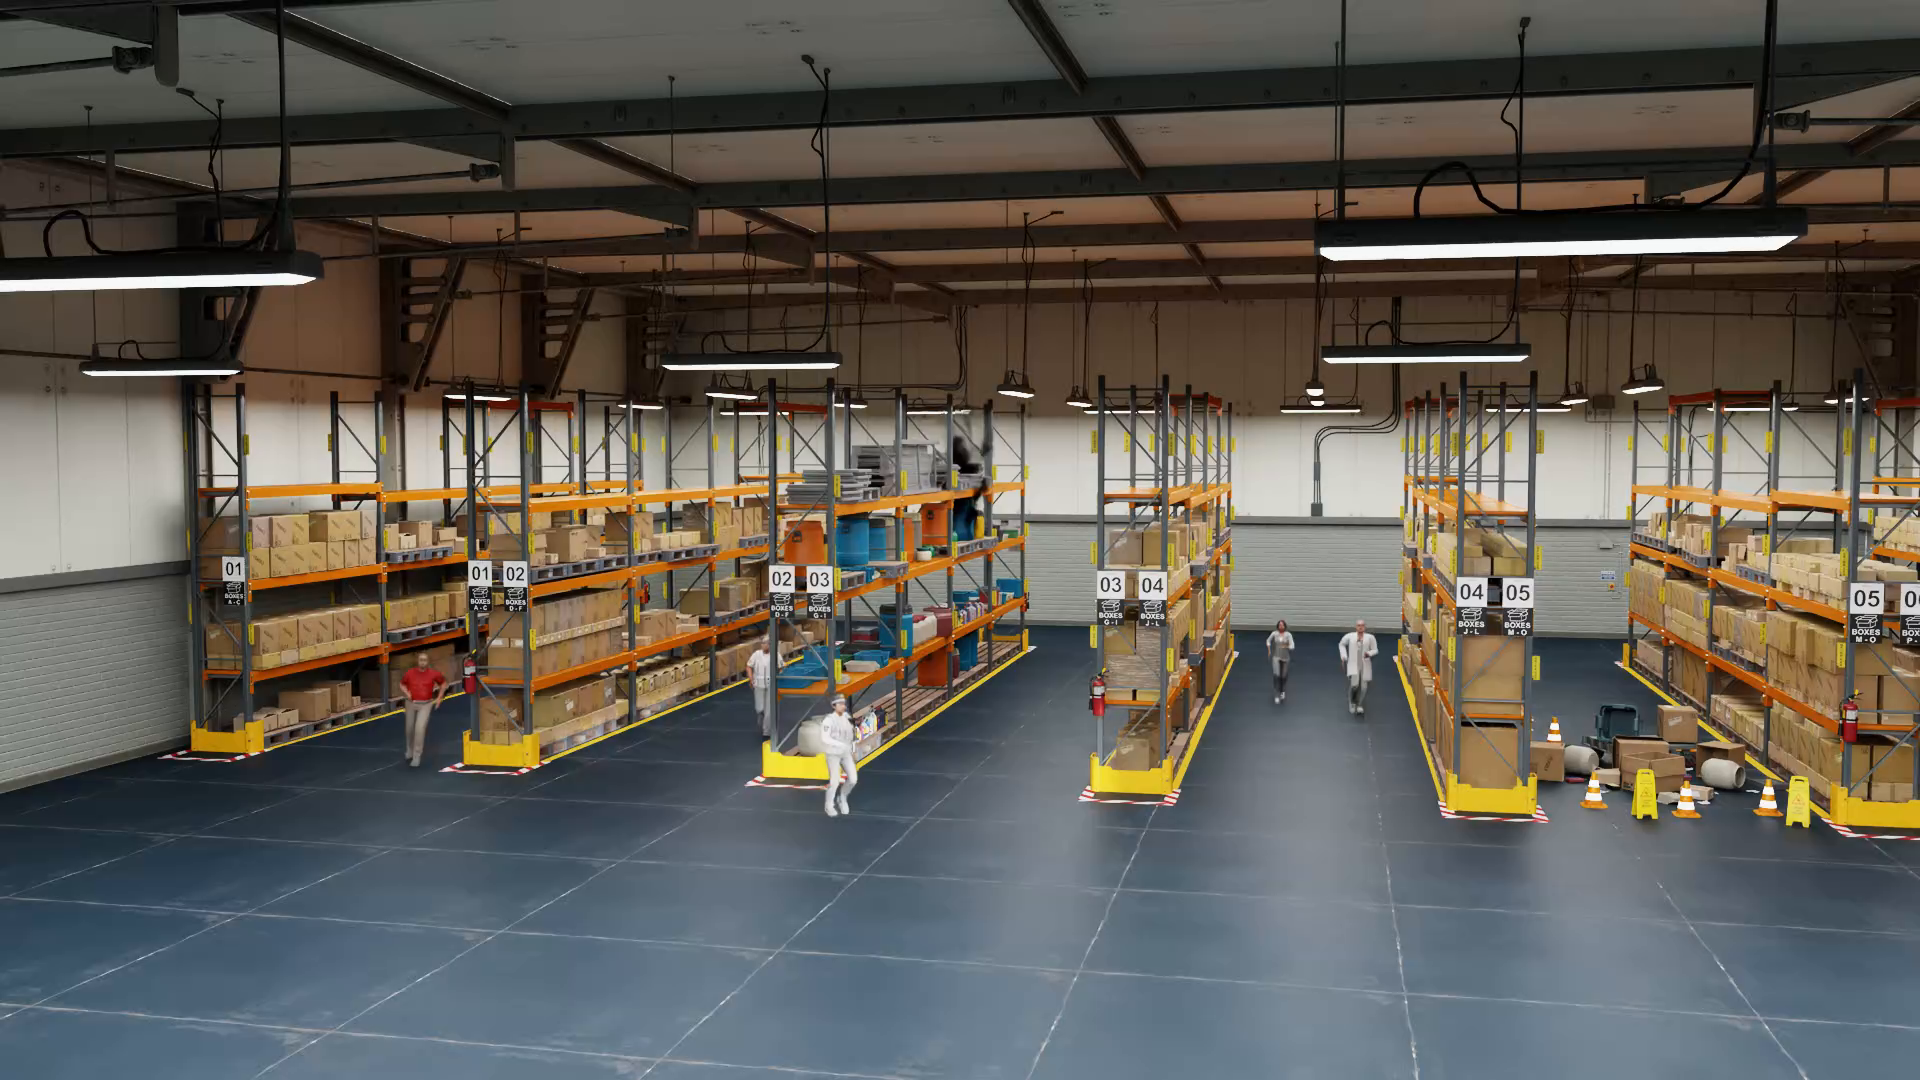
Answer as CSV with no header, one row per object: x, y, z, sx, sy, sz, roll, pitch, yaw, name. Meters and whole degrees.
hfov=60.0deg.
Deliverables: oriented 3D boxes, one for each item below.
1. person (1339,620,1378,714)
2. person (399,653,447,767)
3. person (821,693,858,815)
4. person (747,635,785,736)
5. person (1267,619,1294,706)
7.396,2.355,30.804,0.685,1.747,0.713,0,3,6,person
-8.468,2.636,26.157,0.705,1.720,0.894,0,3,-6,person
-1.589,2.886,22.356,0.639,1.677,0.621,-3,4,-38,person
-3.350,2.489,28.732,0.679,1.736,0.619,0,3,-5,person
6.206,2.361,32.201,0.510,1.629,0.737,0,3,6,person
